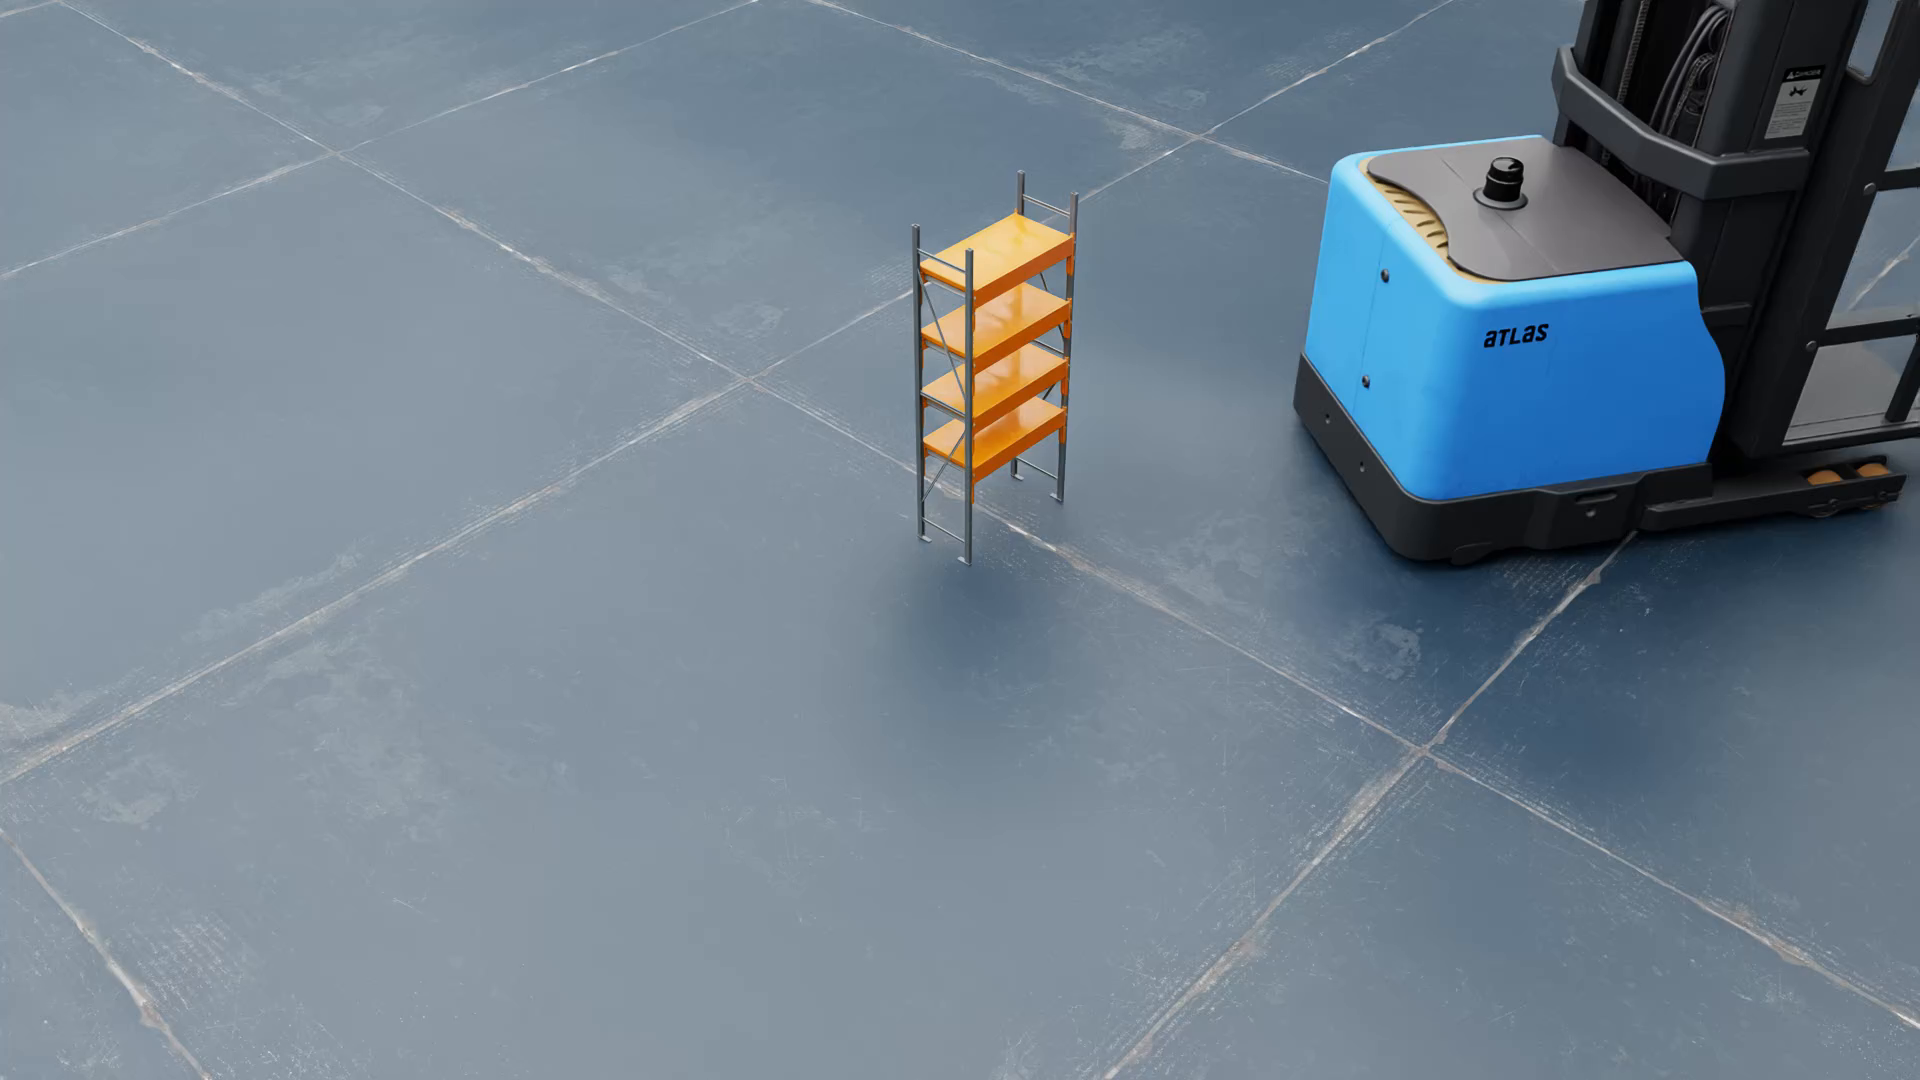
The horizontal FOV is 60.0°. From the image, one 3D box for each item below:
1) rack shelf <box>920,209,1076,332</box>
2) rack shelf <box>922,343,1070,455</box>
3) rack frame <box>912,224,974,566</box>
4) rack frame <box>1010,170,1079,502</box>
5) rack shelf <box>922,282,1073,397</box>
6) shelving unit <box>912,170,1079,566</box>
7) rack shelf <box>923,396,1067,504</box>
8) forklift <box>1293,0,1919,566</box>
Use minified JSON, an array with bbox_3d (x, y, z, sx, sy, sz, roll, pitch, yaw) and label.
[{"bbox_3d":[0.112,-0.853,5.228,0.258,0.148,0.480,30,47,32],"label":"rack shelf"},{"bbox_3d":[0.112,-0.493,5.514,0.258,0.148,0.480,30,47,32],"label":"rack shelf"},{"bbox_3d":[-0.053,-0.434,5.331,0.240,1.200,0.015,30,47,32],"label":"rack frame"},{"bbox_3d":[0.276,-0.658,5.613,0.240,1.200,0.015,30,47,32],"label":"rack frame"},{"bbox_3d":[0.112,-0.668,5.375,0.258,0.148,0.480,30,47,32],"label":"rack shelf"},{"bbox_3d":[0.112,-0.546,5.472,0.258,1.200,0.503,30,47,32],"label":"shelving unit"},{"bbox_3d":[0.112,-0.338,5.638,0.258,0.148,0.480,30,47,32],"label":"rack shelf"},{"bbox_3d":[2.828,-1.539,5.330,3.031,2.935,1.130,-8,39,-10],"label":"forklift"}]
